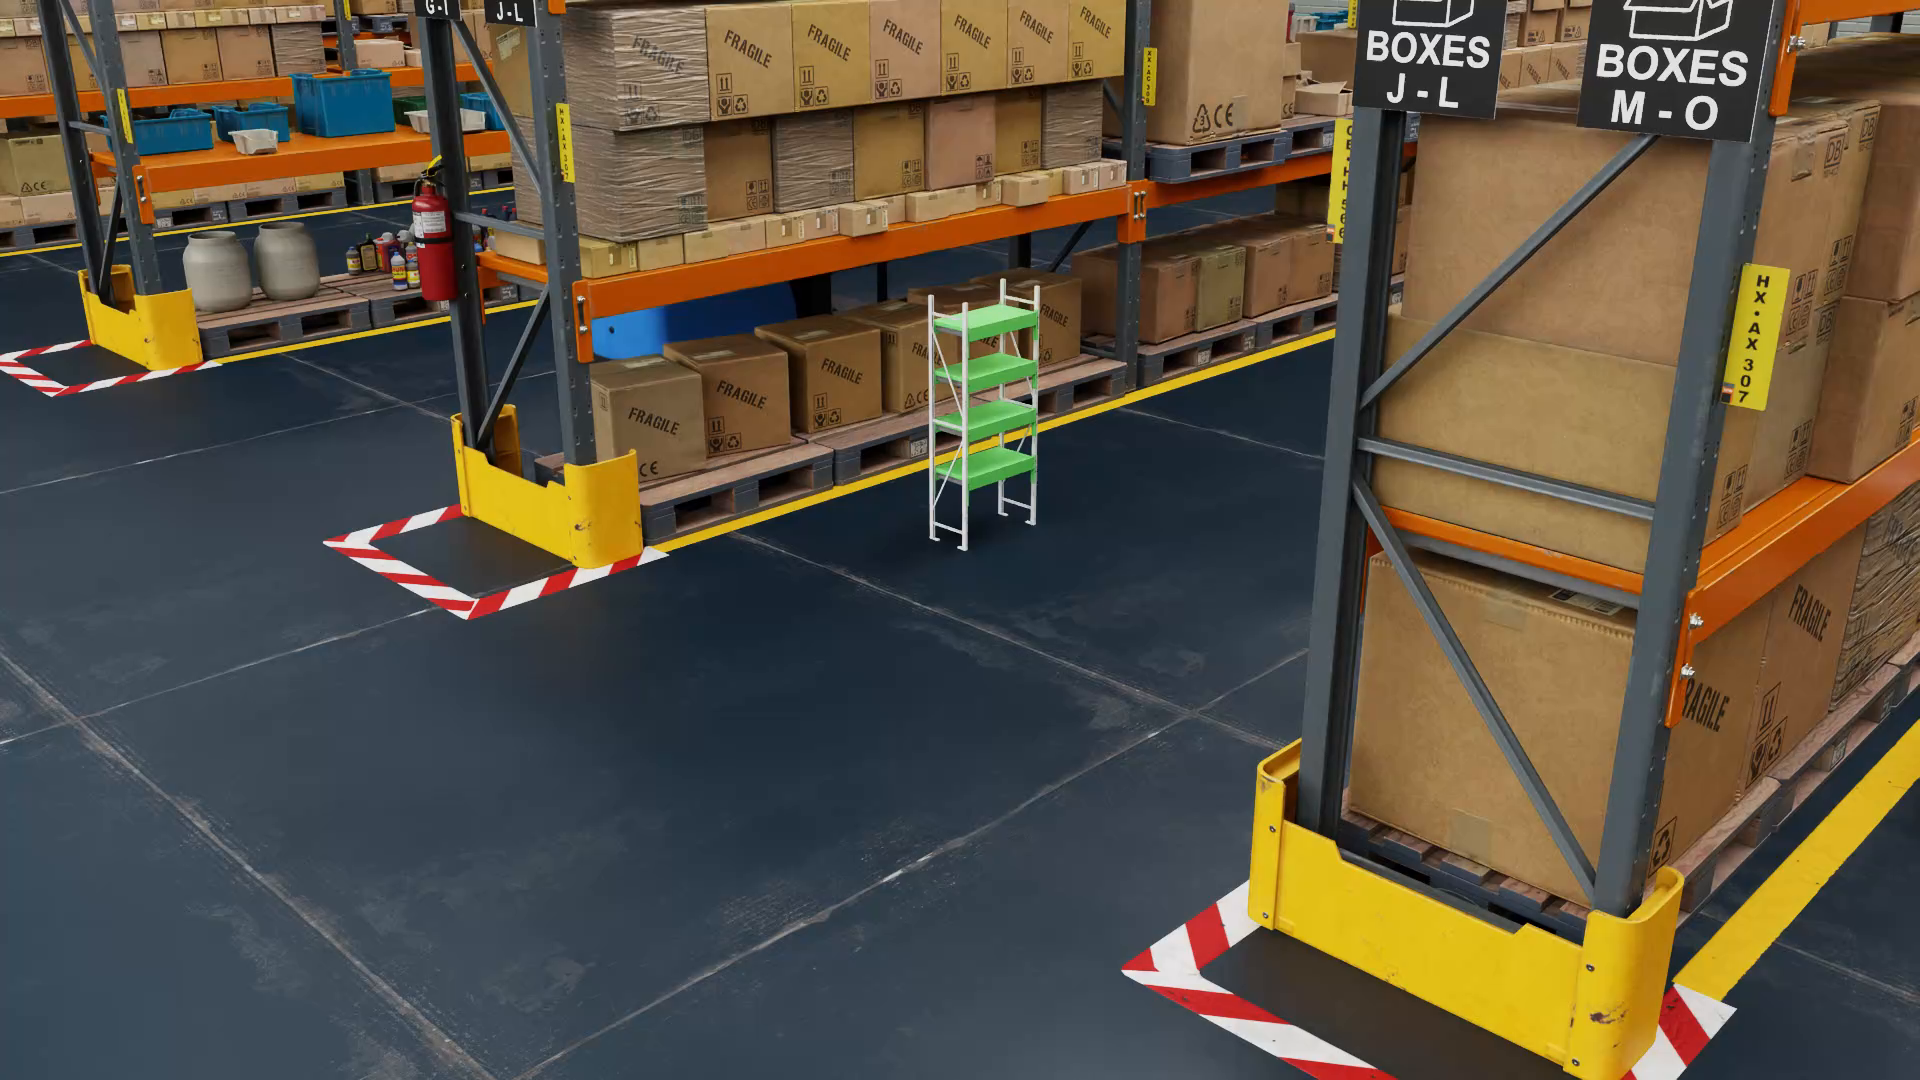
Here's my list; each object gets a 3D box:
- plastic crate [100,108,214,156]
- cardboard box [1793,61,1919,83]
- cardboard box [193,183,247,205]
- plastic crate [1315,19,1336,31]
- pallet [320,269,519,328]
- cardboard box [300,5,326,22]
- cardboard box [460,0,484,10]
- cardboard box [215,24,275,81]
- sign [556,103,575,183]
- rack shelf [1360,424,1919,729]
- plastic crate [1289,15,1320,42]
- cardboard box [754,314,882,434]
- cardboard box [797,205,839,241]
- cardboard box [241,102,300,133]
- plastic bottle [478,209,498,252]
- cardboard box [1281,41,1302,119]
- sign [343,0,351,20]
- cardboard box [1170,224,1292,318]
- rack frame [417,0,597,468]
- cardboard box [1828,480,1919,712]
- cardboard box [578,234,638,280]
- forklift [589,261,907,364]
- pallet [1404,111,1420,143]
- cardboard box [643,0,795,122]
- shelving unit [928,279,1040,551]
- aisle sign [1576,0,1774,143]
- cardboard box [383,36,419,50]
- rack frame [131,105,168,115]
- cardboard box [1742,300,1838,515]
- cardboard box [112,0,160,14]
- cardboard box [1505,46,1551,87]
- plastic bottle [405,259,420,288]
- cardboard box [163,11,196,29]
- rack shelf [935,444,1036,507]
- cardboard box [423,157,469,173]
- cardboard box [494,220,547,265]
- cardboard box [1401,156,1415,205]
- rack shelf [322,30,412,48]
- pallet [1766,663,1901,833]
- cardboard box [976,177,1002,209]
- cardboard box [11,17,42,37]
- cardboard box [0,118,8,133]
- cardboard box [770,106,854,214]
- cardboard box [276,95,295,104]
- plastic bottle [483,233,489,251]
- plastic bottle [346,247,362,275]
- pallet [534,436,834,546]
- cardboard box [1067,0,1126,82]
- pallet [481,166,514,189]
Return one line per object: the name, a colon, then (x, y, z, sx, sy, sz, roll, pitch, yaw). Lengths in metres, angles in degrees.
plastic crate: (-5.488, -2.800, 11.386, 0.499, 0.251, 0.616, 19, 28, 41)
cardboard box: (2.778, -1.262, 5.462, 0.875, 0.550, 0.500, 19, 28, 41)
cardboard box: (-7.240, -3.415, 16.026, 0.500, 0.250, 0.500, 19, 28, 41)
plastic crate: (4.290, -6.136, 20.009, 0.416, 0.233, 0.300, 19, 28, 41)
pallet: (-4.182, -1.915, 12.763, 1.003, 0.211, 1.213, 19, 28, 41)
cardboard box: (-6.415, -5.161, 16.277, 0.380, 0.149, 0.250, 19, 28, 41)
cardboard box: (-6.618, -7.457, 22.714, 0.500, 0.500, 0.500, -19, 28, -40)
cardboard box: (-7.047, -4.729, 16.057, 0.700, 0.500, 0.500, 19, 28, 40)
sign: (-1.685, -1.694, 7.096, 0.100, 0.325, 0.005, 19, 28, 41)
rack shelf: (2.804, -0.337, 5.773, 1.077, 0.370, 4.000, 19, 28, 41)
plastic crate: (3.946, -6.070, 19.766, 0.437, 0.282, 0.530, 19, 28, 41)
cardboard box: (-0.784, -0.930, 9.212, 0.500, 0.500, 0.500, -17, 27, -37)
cardboard box: (-0.837, -1.645, 8.525, 0.380, 0.149, 0.250, 19, 28, 41)
cardboard box: (-6.927, -4.156, 16.910, 0.500, 0.500, 0.500, 19, 28, 41)
plastic bottle: (-3.825, -2.511, 13.505, 0.144, 0.351, 0.185, 18, 27, 38)
cardboard box: (1.859, -3.167, 11.405, 0.637, 0.503, 0.797, -17, 27, -37)
sign: (-5.980, -5.237, 16.202, 0.100, 0.325, 0.005, 19, 28, 41)
cardboard box: (1.896, -1.907, 11.727, 0.700, 0.500, 0.500, 16, 26, 36)
rack frame: (-2.074, -1.426, 7.604, 1.000, 3.000, 0.127, 19, 28, 41)
cardboard box: (3.084, -0.014, 6.307, 0.875, 0.875, 0.875, 20, 28, 41)
cardboard box: (-1.705, -1.322, 7.685, 0.380, 0.149, 0.250, 19, 28, 41)
forklift: (-1.036, -2.546, 10.614, 3.031, 2.935, 1.130, -19, 28, -40)
pallet: (3.086, -3.183, 12.443, 1.213, 0.211, 1.003, 19, 28, 41)
cardboard box: (-1.141, -2.278, 7.874, 0.500, 0.500, 0.500, 19, 28, 41)
shelving unit: (0.115, -0.603, 7.970, 0.258, 1.200, 0.503, 19, 28, 41)
aisle sign: (1.574, -1.279, 3.598, 0.394, 0.787, 0.004, 19, 28, 41)
cardboard box: (-5.897, -5.144, 17.464, 0.396, 0.266, 0.258, 18, 28, 39)
rack frame: (-9.931, -6.174, 19.956, 1.000, 3.000, 0.127, 19, 28, 41)
cardboard box: (2.003, -0.482, 4.940, 0.875, 0.550, 0.550, 19, 28, 41)
cardboard box: (-7.734, -5.084, 15.174, 0.700, 0.500, 0.500, 19, 28, 41)
cardboard box: (4.399, -3.719, 13.431, 0.500, 0.500, 0.500, 18, 28, 39)
plastic bottle: (-4.063, -1.980, 12.331, 0.097, 0.201, 0.097, 0, 21, 0)
cardboard box: (-7.302, -4.835, 15.429, 0.250, 0.149, 0.380, -19, 28, -41)
rack shelf: (0.115, -0.319, 8.079, 0.258, 0.148, 0.480, 19, 28, 41)
cardboard box: (-5.562, -4.020, 17.600, 0.500, 0.250, 0.500, -19, 28, -41)
cardboard box: (-2.023, -1.434, 7.974, 0.380, 0.149, 0.250, 19, 28, 41)
cardboard box: (4.003, -2.859, 13.708, 1.225, 0.875, 0.875, 18, 27, 38)
rack shelf: (-8.536, -6.352, 21.422, 1.077, 0.370, 4.000, 19, 28, 41)
pallet: (2.762, 0.606, 6.205, 1.003, 0.211, 1.213, 19, 28, 41)
cardboard box: (0.015, -1.974, 9.379, 0.380, 0.149, 0.250, 19, 28, 41)
cardboard box: (-8.206, -4.500, 14.557, 0.380, 0.149, 0.250, 19, 28, 40)
cardboard box: (-11.229, -4.662, 18.893, 0.700, 0.500, 0.500, 17, 27, 37)
cardboard box: (-1.028, -2.022, 8.602, 0.875, 0.500, 0.500, 19, 28, 41)
cardboard box: (-8.720, -5.672, 21.521, 0.700, 0.500, 0.500, 20, 28, 41)
plastic bottle: (-3.627, -2.247, 12.913, 0.061, 0.283, 0.133, 19, 28, 41)
plastic bottle: (-4.656, -2.147, 12.766, 0.097, 0.201, 0.097, 0, 21, 0)
pallet: (-1.429, -0.344, 8.676, 1.003, 0.211, 1.213, 19, 28, 41)
cardboard box: (0.599, -2.922, 9.548, 0.500, 0.500, 0.500, 19, 28, 41)
pallet: (-5.042, -4.147, 18.571, 1.003, 0.211, 1.213, 19, 28, 41)
